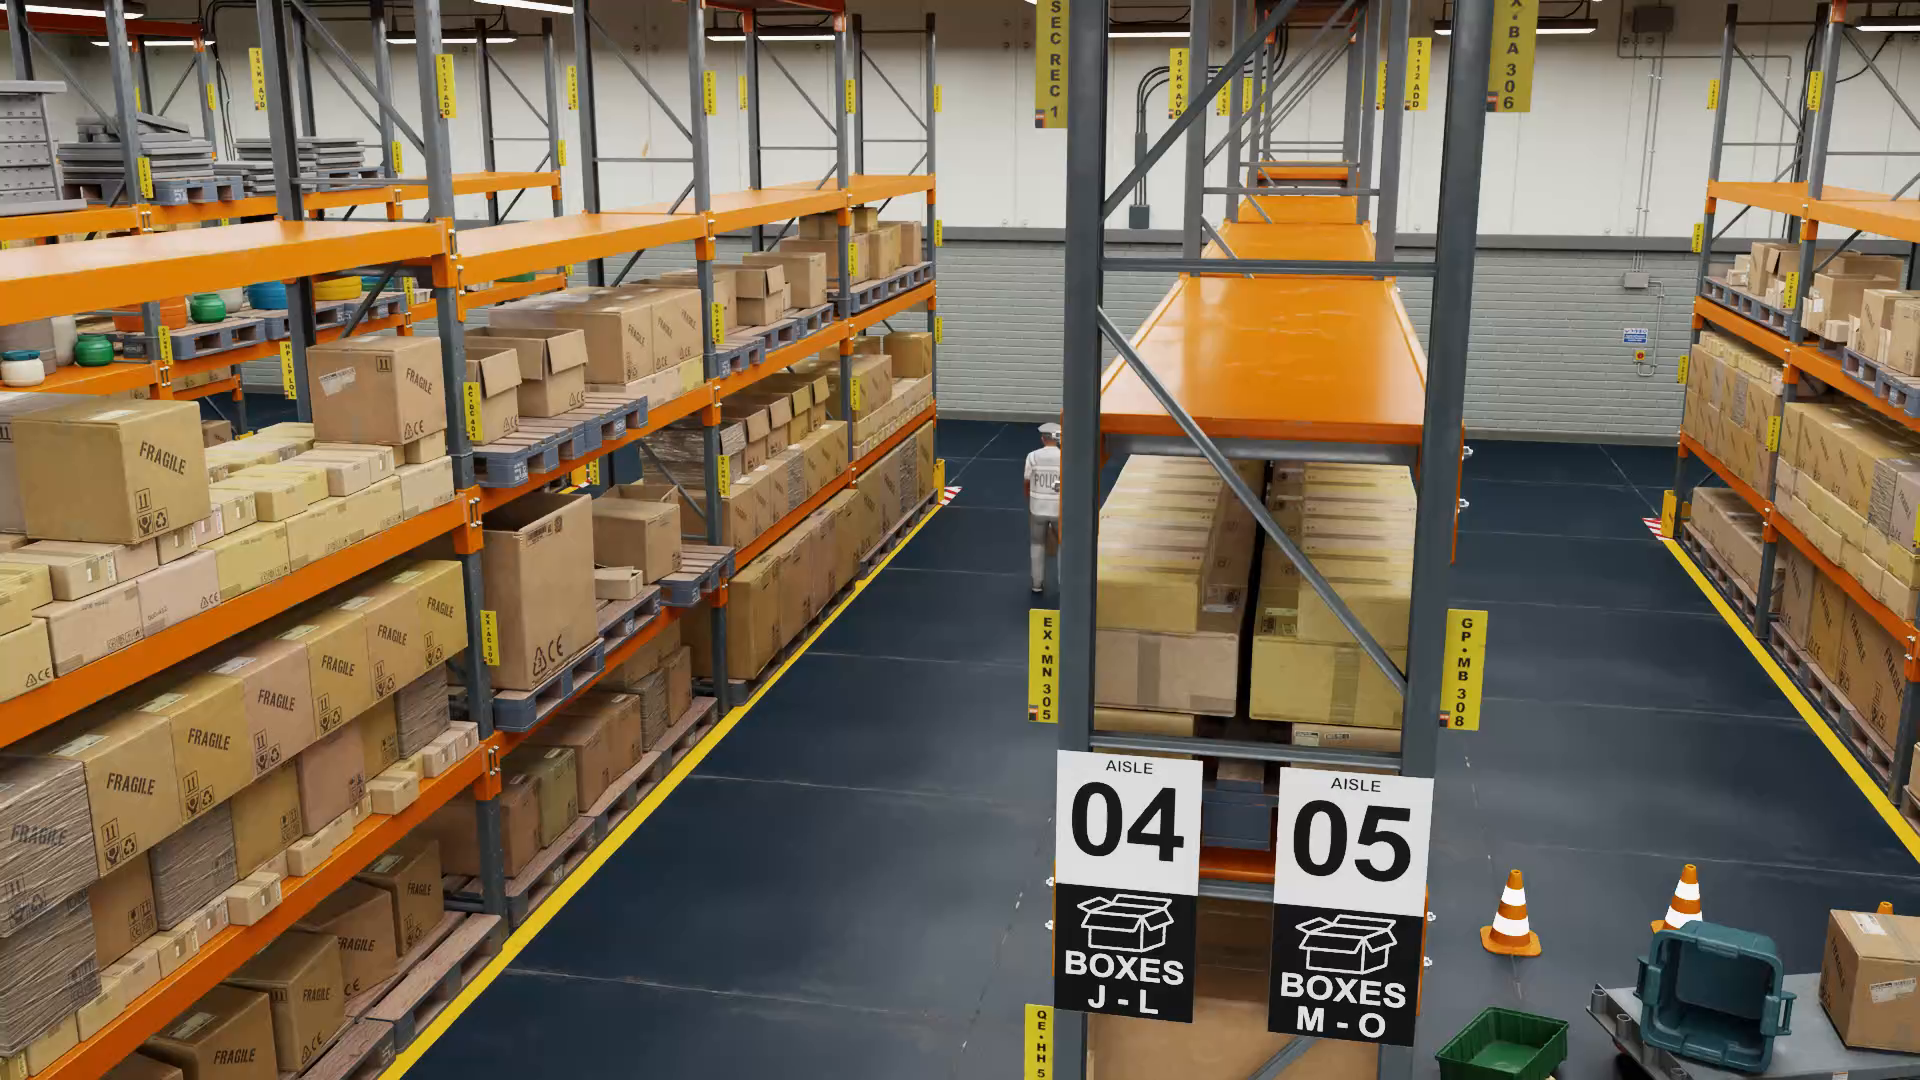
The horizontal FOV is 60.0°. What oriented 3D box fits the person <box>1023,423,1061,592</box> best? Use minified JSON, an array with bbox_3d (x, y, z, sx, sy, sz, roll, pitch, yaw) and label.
[{"bbox_3d":[0.936,-0.319,17.210,0.563,1.754,0.434,3,15,10],"label":"person"}]
